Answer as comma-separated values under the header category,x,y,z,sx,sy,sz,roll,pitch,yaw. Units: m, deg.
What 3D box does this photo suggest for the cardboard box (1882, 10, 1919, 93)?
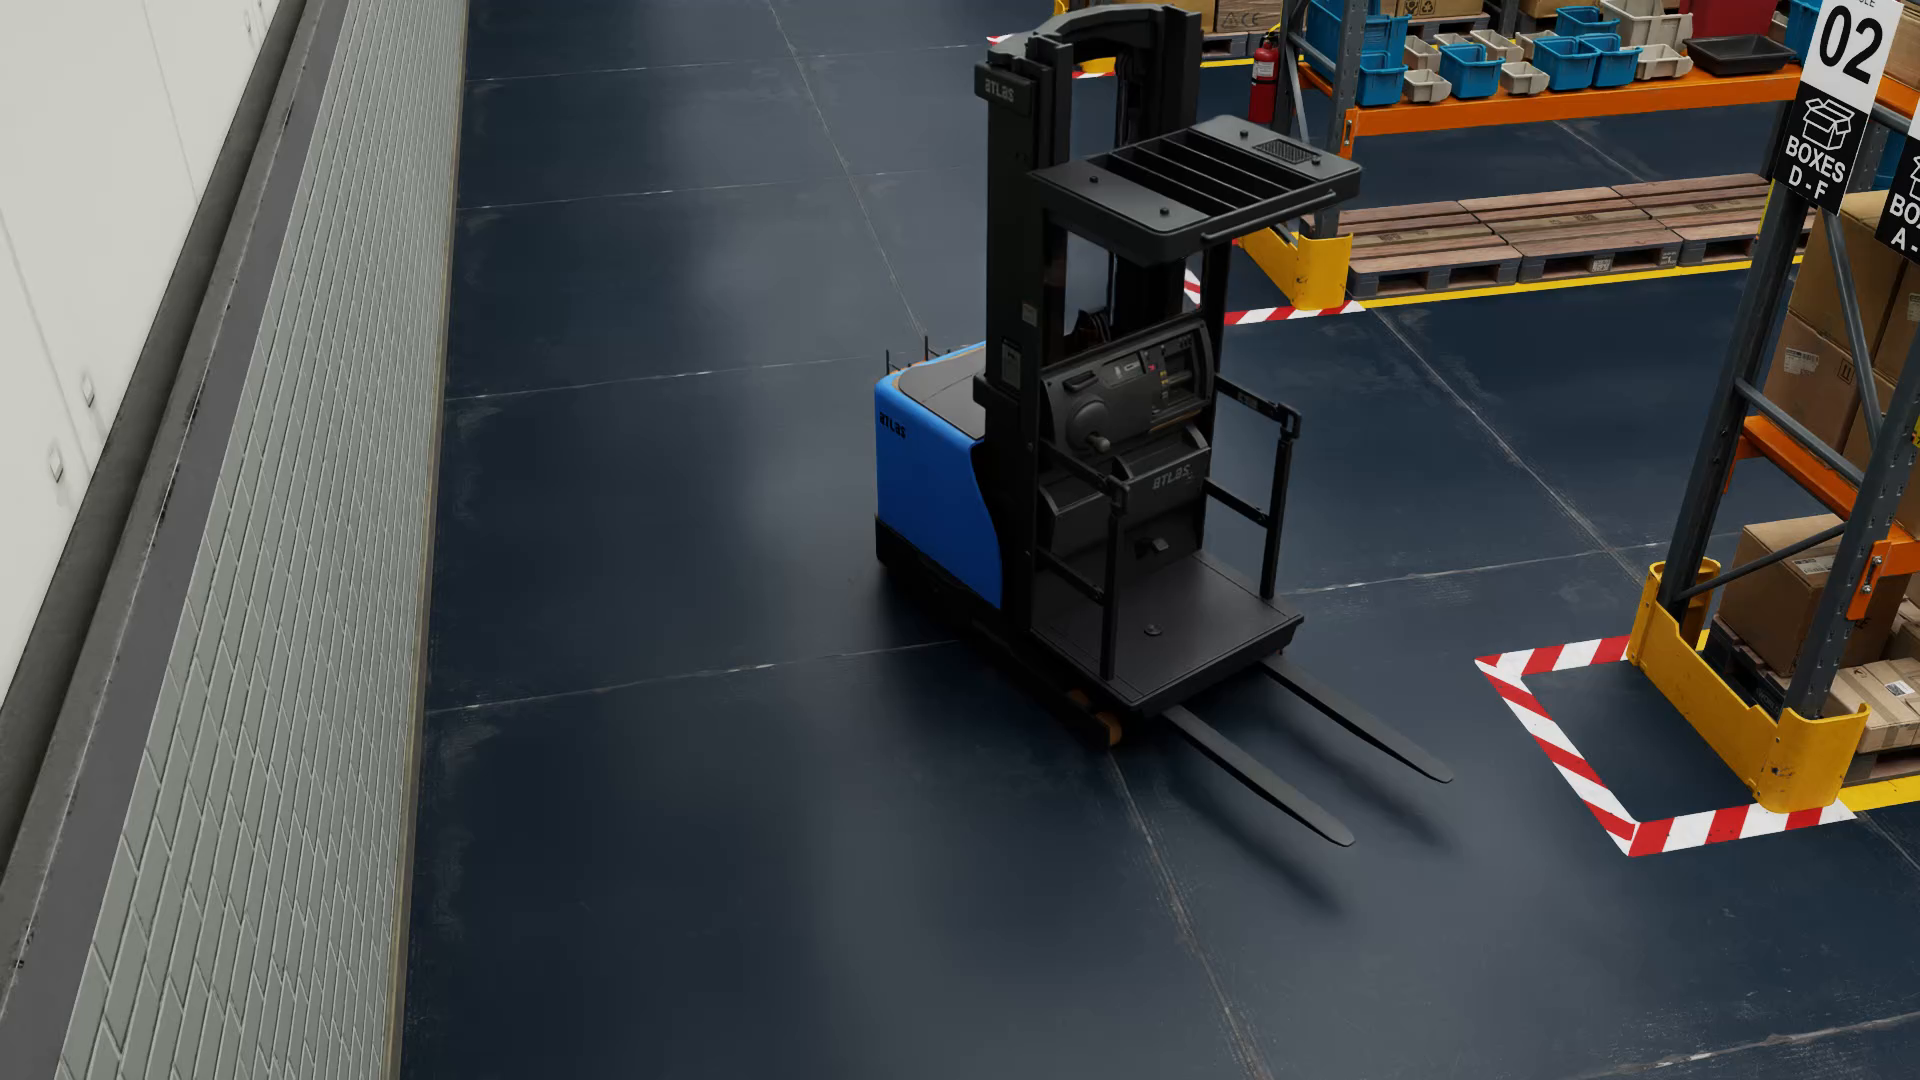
category,x,y,z,sx,sy,sz,roll,pitch,yaw
cardboard box,3.827,-1.801,6.184,0.500,0.250,0.500,-7,35,-11

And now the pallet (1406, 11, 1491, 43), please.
category,x,y,z,sx,sy,sz,roll,pitch,yaw
pallet,4.345,-5.078,16.128,1.213,0.211,1.003,-7,35,-11

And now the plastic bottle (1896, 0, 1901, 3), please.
category,x,y,z,sx,sy,sz,roll,pitch,yaw
plastic bottle,6.725,-3.824,11.861,0.133,0.283,0.061,-7,35,-11

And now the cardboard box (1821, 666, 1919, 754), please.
category,x,y,z,sx,sy,sz,roll,pitch,yaw
cardboard box,3.868,0.726,7.141,0.250,0.149,0.380,-7,35,-11

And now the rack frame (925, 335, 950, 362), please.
category,x,y,z,sx,sy,sz,roll,pitch,yaw
rack frame,-0.113,-0.556,8.636,0.008,1.050,0.200,-24,41,-31

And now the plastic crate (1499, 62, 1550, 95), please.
category,x,y,z,sx,sy,sz,roll,pitch,yaw
plastic crate,3.601,-2.948,10.634,0.298,0.136,0.250,-7,35,-11

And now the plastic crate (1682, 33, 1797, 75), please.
category,x,y,z,sx,sy,sz,roll,pitch,yaw
plastic crate,5.164,-3.222,11.053,0.590,0.125,0.437,-7,35,-11

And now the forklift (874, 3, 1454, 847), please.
category,x,y,z,sx,sy,sz,roll,pitch,yaw
forklift,0.866,-0.606,7.023,1.130,2.935,3.031,-23,40,-30

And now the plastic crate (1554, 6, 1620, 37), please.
category,x,y,z,sx,sy,sz,roll,pitch,yaw
plastic crate,4.241,-3.451,11.297,0.300,0.233,0.416,-7,35,-11

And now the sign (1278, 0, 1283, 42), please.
category,x,y,z,sx,sy,sz,roll,pitch,yaw
sign,2.158,-3.468,11.080,0.005,0.325,0.100,-7,35,-11

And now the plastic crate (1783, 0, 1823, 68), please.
category,x,y,z,sx,sy,sz,roll,pitch,yaw
plastic crate,5.816,-3.371,11.042,0.575,0.384,0.392,-7,35,-11

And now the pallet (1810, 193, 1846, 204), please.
category,x,y,z,sx,sy,sz,roll,pitch,yaw
pallet,6.958,-2.510,12.300,1.213,0.211,1.003,-7,35,-11

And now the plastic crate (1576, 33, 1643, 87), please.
category,x,y,z,sx,sy,sz,roll,pitch,yaw
plastic crate,4.185,-3.109,10.788,0.300,0.233,0.416,-7,35,-11

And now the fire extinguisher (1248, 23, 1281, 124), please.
category,x,y,z,sx,sy,sz,roll,pitch,yaw
fire extinguisher,2.048,-3.145,11.149,0.183,0.674,0.296,-7,35,-11

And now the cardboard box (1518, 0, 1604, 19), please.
category,x,y,z,sx,sy,sz,roll,pitch,yaw
cardboard box,5.724,-5.669,16.035,0.875,0.875,1.225,-7,35,-10

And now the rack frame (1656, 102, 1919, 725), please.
category,x,y,z,sx,sy,sz,roll,pitch,yaw
rack frame,3.384,-0.411,6.670,0.127,3.000,1.000,-7,35,-11

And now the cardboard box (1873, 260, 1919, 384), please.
category,x,y,z,sx,sy,sz,roll,pitch,yaw
cardboard box,3.875,-0.779,6.232,0.500,0.500,0.500,-6,34,-9

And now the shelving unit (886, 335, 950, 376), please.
category,x,y,z,sx,sy,sz,roll,pitch,yaw
shelving unit,-0.209,-0.514,8.573,0.252,1.050,0.215,-24,41,-31

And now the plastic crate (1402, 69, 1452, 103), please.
category,x,y,z,sx,sy,sz,roll,pitch,yaw
plastic crate,2.939,-2.865,10.510,0.298,0.136,0.250,-7,35,-11

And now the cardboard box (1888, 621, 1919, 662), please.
category,x,y,z,sx,sy,sz,roll,pitch,yaw
cardboard box,4.465,0.574,7.275,0.500,0.250,0.500,-7,35,-11

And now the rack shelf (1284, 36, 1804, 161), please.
category,x,y,z,sx,sy,sz,roll,pitch,yaw
rack shelf,4.246,-3.051,11.250,4.000,0.370,1.077,-7,35,-11

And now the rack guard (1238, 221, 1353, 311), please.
category,x,y,z,sx,sy,sz,roll,pitch,yaw
rack guard,2.274,-2.056,11.364,0.348,0.500,1.175,-7,35,-11

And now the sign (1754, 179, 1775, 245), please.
category,x,y,z,sx,sy,sz,roll,pitch,yaw
sign,3.281,-1.327,6.713,0.005,0.325,0.100,-7,35,-11

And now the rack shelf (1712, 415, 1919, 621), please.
category,x,y,z,sx,sy,sz,roll,pitch,yaw
rack shelf,5.335,-0.358,7.237,4.000,0.370,1.077,-7,35,-11

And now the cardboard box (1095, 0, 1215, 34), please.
category,x,y,z,sx,sy,sz,roll,pitch,yaw
cardboard box,1.809,-5.210,15.351,0.875,0.875,0.875,-7,35,-11

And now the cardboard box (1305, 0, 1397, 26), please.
category,x,y,z,sx,sy,sz,roll,pitch,yaw
cardboard box,3.564,-5.431,15.681,0.875,0.875,0.875,-7,35,-11

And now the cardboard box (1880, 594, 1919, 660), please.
category,x,y,z,sx,sy,sz,roll,pitch,yaw
cardboard box,4.275,0.381,7.638,0.250,0.166,0.380,-7,35,-11

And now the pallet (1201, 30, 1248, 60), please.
category,x,y,z,sx,sy,sz,roll,pitch,yaw
pallet,1.965,-4.778,15.681,1.213,0.211,1.003,-7,35,-11

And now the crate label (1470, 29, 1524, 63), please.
category,x,y,z,sx,sy,sz,roll,pitch,yaw
crate label,3.602,-3.293,11.148,0.243,0.136,0.396,-7,35,-11

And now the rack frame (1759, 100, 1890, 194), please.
category,x,y,z,sx,sy,sz,roll,pitch,yaw
rack frame,6.196,-3.595,11.416,0.127,3.000,1.000,-7,35,-11

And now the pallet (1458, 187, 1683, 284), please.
category,x,y,z,sx,sy,sz,roll,pitch,yaw
pallet,4.295,-2.174,11.800,1.213,0.211,1.003,-7,35,-11

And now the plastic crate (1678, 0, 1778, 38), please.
category,x,y,z,sx,sy,sz,roll,pitch,yaw
plastic crate,5.270,-3.673,11.421,0.583,0.464,0.402,-7,35,-11

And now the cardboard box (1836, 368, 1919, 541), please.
category,x,y,z,sx,sy,sz,roll,pitch,yaw
cardboard box,3.875,-0.364,6.510,0.500,0.500,0.500,-6,34,-10

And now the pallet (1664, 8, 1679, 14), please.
category,x,y,z,sx,sy,sz,roll,pitch,yaw
pallet,7.032,-5.417,16.633,1.213,0.211,1.003,-7,35,-11

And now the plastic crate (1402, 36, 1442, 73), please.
category,x,y,z,sx,sy,sz,roll,pitch,yaw
plastic crate,3.050,-3.218,11.036,0.243,0.136,0.396,-7,35,-11

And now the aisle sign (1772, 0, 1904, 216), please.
category,x,y,z,sx,sy,sz,roll,pitch,yaw
aisle sign,3.250,-1.648,6.182,0.004,0.787,0.394,-7,35,-11

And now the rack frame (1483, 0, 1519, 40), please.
category,x,y,z,sx,sy,sz,roll,pitch,yaw
rack frame,5.104,-6.287,15.427,0.127,3.000,1.000,-7,35,-11
